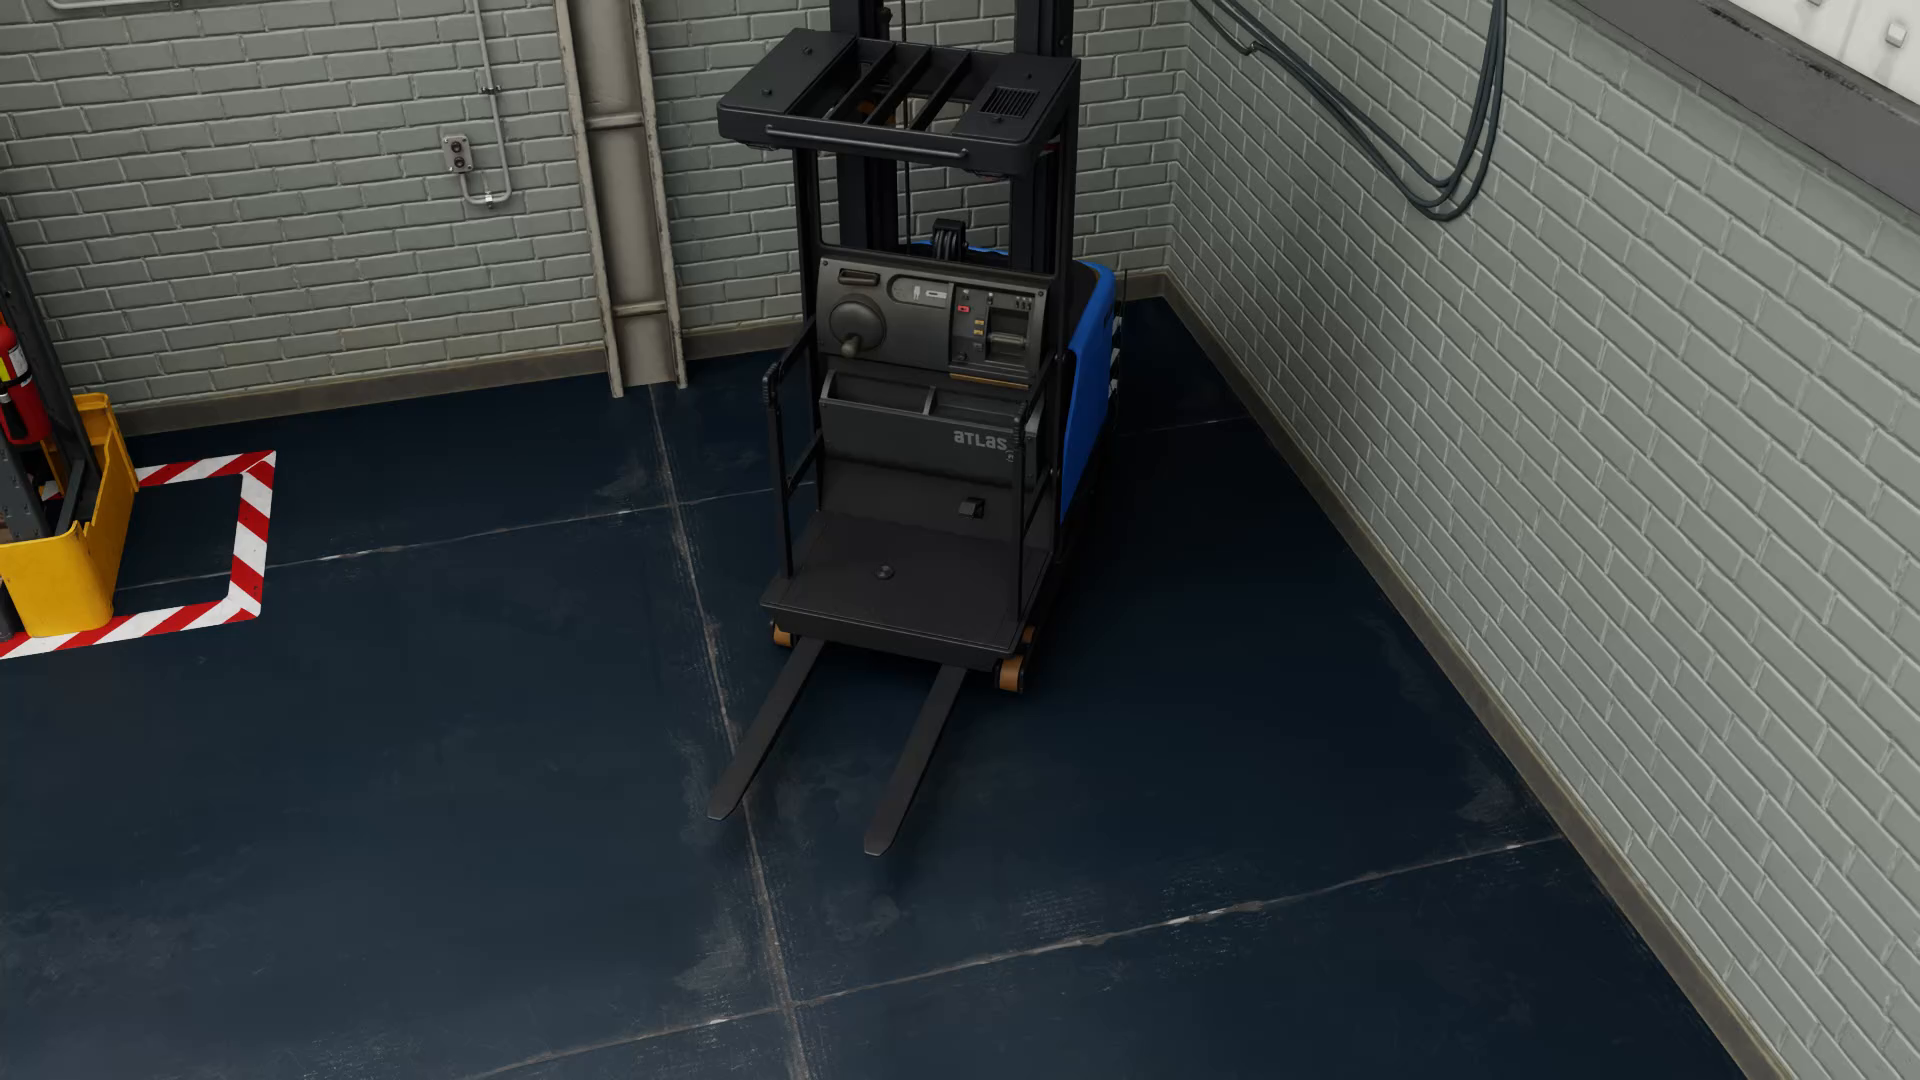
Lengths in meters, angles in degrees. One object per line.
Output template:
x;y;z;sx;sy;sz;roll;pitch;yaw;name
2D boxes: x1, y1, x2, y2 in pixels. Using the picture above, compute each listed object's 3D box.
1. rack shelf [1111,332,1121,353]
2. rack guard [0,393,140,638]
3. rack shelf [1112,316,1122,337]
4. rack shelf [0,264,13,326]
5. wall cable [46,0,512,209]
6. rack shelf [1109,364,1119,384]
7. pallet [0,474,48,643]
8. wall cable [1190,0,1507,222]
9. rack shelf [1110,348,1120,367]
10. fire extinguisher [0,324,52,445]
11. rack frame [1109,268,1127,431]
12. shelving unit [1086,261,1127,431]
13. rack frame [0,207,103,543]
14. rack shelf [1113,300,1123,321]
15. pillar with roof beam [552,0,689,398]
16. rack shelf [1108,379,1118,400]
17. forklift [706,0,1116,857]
0.663;-0.943;8.149;0.200;0.077;0.258;12;39;16;rack shelf
-4.026;-0.135;7.515;0.348;0.500;1.175;-9;38;-12;rack guard
0.663;-1.015;8.094;0.200;0.077;0.258;12;39;16;rack shelf
-5.980;-0.521;6.555;4.000;0.370;1.077;-9;38;-12;rack shelf
-3.060;-2.285;7.432;1.851;1.984;0.084;-9;38;-12;wall cable
0.663;-0.800;8.258;0.200;0.077;0.258;12;39;16;rack shelf
-4.801;0.156;7.372;1.213;0.211;1.003;-9;38;-12;pallet
1.504;-2.959;6.768;0.112;2.526;3.097;-9;38;-12;wall cable
0.663;-0.872;8.204;0.200;0.077;0.258;12;39;16;rack shelf
-3.784;-0.698;6.564;0.183;0.674;0.296;-9;38;-12;fire extinguisher
0.759;-0.877;8.156;0.006;0.900;0.240;12;39;16;rack frame
0.663;-0.898;8.184;0.210;0.900;0.258;12;39;16;shelving unit
-4.050;-1.124;6.750;0.127;3.000;1.000;-9;38;-12;rack frame
0.663;-1.086;8.040;0.200;0.077;0.258;12;39;16;rack shelf
-0.546;-1.916;2.849;0.400;9.000;9.100;-9;38;-12;pillar with roof beam
0.663;-0.729;8.313;0.200;0.077;0.258;12;39;16;rack shelf
-0.176;-0.801;6.385;1.130;2.935;3.031;10;39;13;forklift
